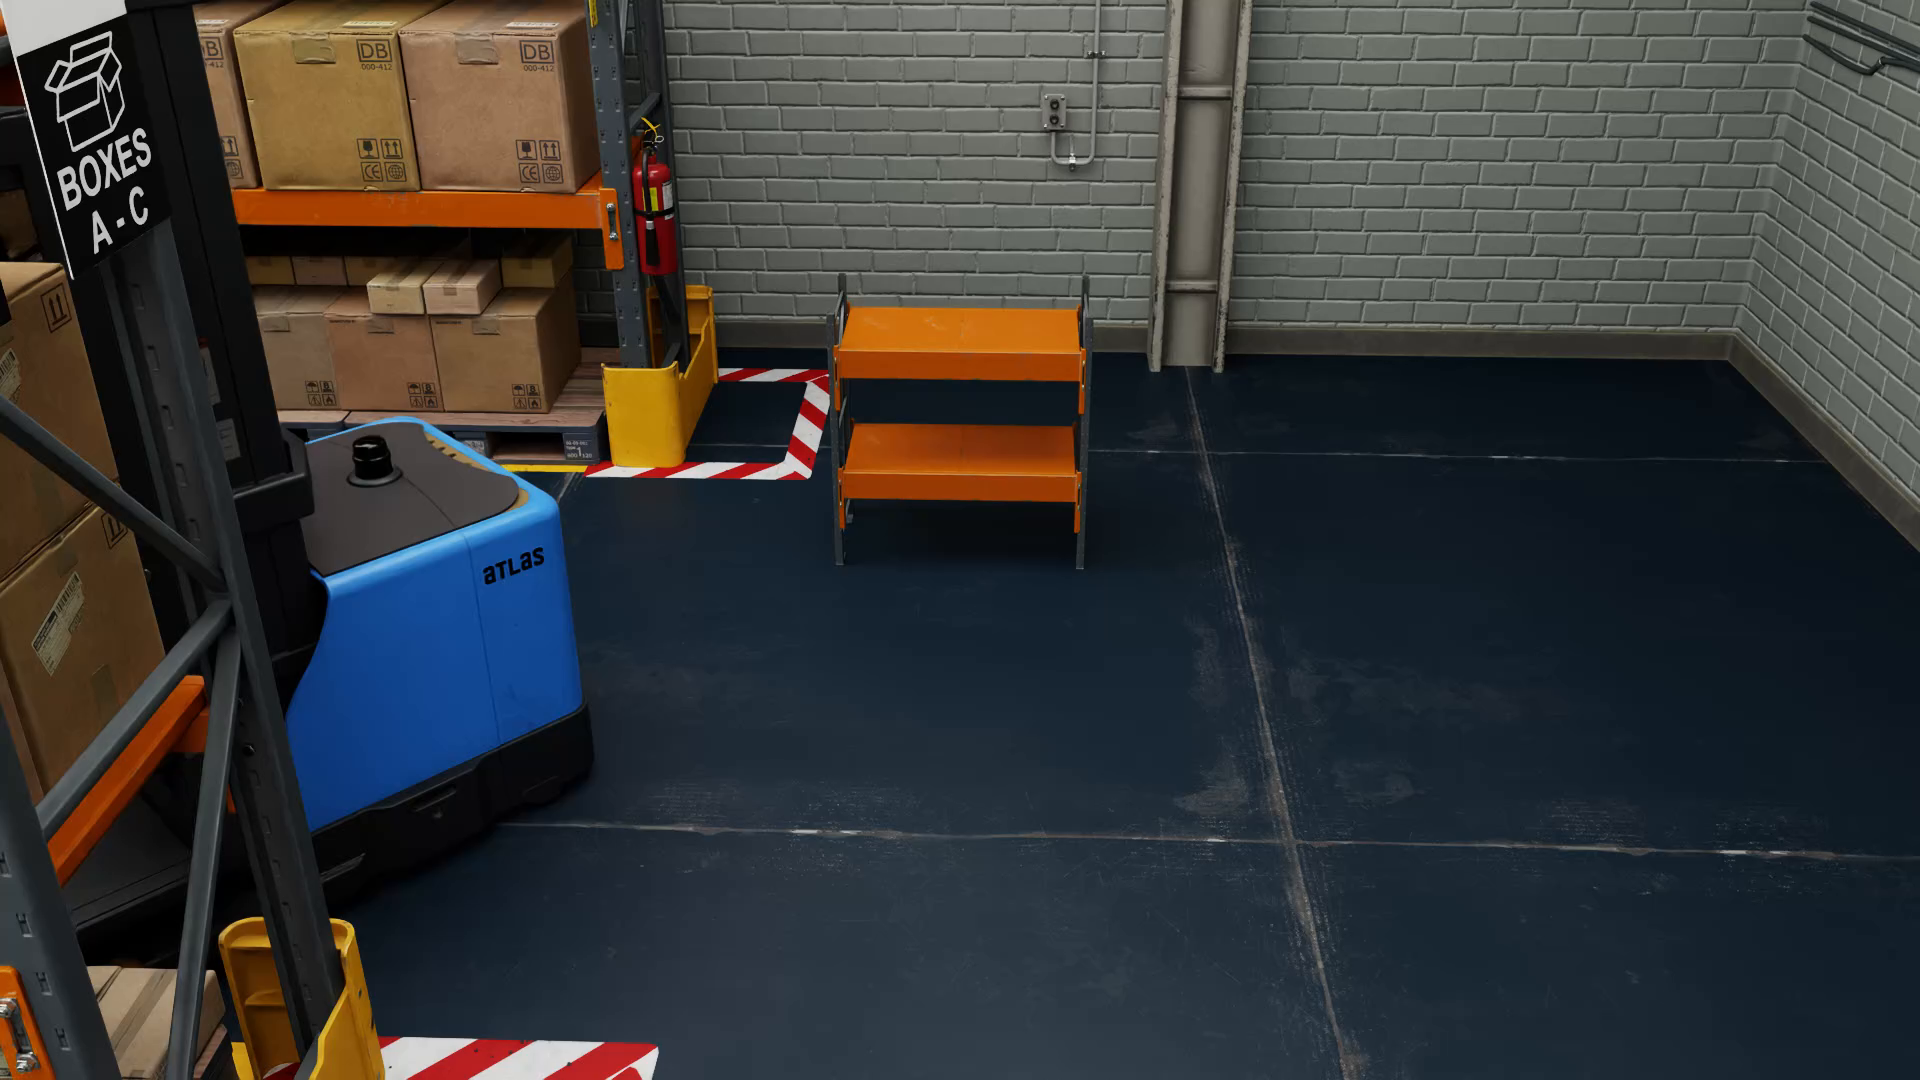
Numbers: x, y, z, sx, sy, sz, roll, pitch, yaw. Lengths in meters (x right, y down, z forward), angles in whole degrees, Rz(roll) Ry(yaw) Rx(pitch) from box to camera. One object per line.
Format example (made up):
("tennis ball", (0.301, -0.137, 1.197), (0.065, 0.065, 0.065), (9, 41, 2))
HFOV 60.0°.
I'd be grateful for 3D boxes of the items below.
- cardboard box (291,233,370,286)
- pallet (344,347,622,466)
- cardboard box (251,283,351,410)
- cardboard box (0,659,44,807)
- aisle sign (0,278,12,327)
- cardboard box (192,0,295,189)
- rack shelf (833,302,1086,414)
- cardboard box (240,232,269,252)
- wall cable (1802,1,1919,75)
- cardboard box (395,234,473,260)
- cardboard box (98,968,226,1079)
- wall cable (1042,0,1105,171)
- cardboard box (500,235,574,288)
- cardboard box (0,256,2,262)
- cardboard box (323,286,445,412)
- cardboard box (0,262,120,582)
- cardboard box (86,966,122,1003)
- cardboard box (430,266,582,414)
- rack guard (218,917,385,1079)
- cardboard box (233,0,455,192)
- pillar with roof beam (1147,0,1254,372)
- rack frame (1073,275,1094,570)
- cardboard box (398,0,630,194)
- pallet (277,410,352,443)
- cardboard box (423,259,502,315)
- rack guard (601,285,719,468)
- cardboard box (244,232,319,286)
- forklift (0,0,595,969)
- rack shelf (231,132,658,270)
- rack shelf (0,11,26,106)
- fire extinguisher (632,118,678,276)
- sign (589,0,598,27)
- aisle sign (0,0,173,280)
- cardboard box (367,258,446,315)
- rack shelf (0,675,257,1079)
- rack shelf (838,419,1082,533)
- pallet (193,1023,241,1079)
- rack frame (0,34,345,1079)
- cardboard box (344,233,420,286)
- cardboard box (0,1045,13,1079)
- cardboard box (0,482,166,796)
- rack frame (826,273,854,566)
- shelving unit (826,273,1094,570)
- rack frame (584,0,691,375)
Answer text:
("cardboard box", (-3.082, -1.384, 8.185), (0.250, 0.149, 0.380), (1, 28, 3))
("pallet", (-2.302, -0.688, 8.322), (1.213, 0.211, 1.003), (1, 28, 2))
("cardboard box", (-3.206, -1.005, 8.165), (0.500, 0.500, 0.700), (0, 28, 0))
("cardboard box", (-2.129, 0.451, 3.089), (0.500, 0.500, 0.500), (2, 28, 3))
("aisle sign", (-1.614, -0.629, 2.458), (0.004, 0.787, 0.394), (1, 28, 2))
("cardboard box", (-3.499, -2.103, 7.695), (0.700, 0.700, 0.980), (0, 28, -1))
("rack shelf", (0.007, -0.755, 6.849), (1.000, 0.278, 0.538), (1, 28, 2))
("cardboard box", (-3.591, -1.392, 8.201), (0.250, 0.149, 0.380), (0, 28, 1))
("wall cable", (4.140, -2.961, 6.544), (0.112, 2.526, 3.097), (1, 28, 2))
("cardboard box", (-2.578, -1.375, 8.170), (0.250, 0.149, 0.380), (1, 28, 2))
("cardboard box", (-2.078, 1.273, 4.220), (0.250, 0.149, 0.380), (1, 28, 2))
("wall cable", (-0.187, -2.814, 8.271), (1.851, 1.984, 0.084), (1, 28, 2))
("cardboard box", (-2.071, -1.367, 8.155), (0.250, 0.149, 0.380), (1, 28, 2))
("cardboard box", (-4.892, -1.412, 8.239), (0.250, 0.149, 0.380), (1, 28, 1))
("cardboard box", (-2.703, -0.997, 8.149), (0.500, 0.500, 0.700), (1, 28, 2))
("cardboard box", (-2.105, -0.241, 3.328), (0.500, 0.500, 0.500), (2, 28, 3))
("cardboard box", (-2.328, 1.261, 4.224), (0.250, 0.166, 0.380), (1, 28, 2))
("cardboard box", (-2.203, -0.989, 8.134), (0.500, 0.500, 0.700), (1, 28, 2))
("rack guard", (-1.747, 1.479, 3.927), (0.348, 0.500, 1.175), (1, 28, 2))
("cardboard box", (-2.738, -2.086, 7.663), (0.700, 0.700, 0.980), (1, 28, 1))
("pillar with roof beam", (1.077, -2.939, 3.187), (0.400, 9.000, 9.100), (1, 28, 2))
("rack frame", (0.515, -0.488, 6.970), (0.032, 1.125, 0.500), (1, 28, 2))
("cardboard box", (-2.010, -2.080, 7.650), (0.700, 0.700, 0.980), (2, 28, 4))
("pallet", (-3.518, -0.709, 8.363), (1.213, 0.211, 1.003), (1, 28, 2))
("cardboard box", (-2.338, -1.193, 7.825), (0.250, 0.149, 0.380), (1, 28, 1))
("rack guard", (-1.476, -0.838, 8.298), (0.348, 0.500, 1.175), (1, 28, 2))
("cardboard box", (-3.338, -1.387, 8.193), (0.250, 0.149, 0.380), (1, 28, 2))
("forklift", (-2.652, -0.155, 4.414), (3.031, 2.935, 1.130), (-25, 37, -38))
("rack shelf", (-3.499, -1.659, 7.944), (4.000, 0.370, 1.077), (1, 28, 2))
("rack shelf", (-3.670, -0.665, 2.867), (4.000, 0.370, 1.077), (1, 28, 2))
("fire extinguisher", (-1.366, -1.526, 7.407), (0.183, 0.674, 0.296), (1, 28, 2))
("sign", (-1.533, -2.306, 6.908), (0.005, 0.325, 0.100), (1, 28, 2))
("aisle sign", (-1.593, -0.909, 2.987), (0.004, 0.787, 0.394), (1, 28, 2))
("cardboard box", (-2.594, -1.197, 7.832), (0.250, 0.149, 0.380), (2, 28, 3))
("rack shelf", (-3.670, 0.660, 3.570), (4.000, 0.370, 1.077), (1, 28, 2))
("rack shelf", (0.007, -0.281, 7.101), (1.000, 0.278, 0.538), (1, 28, 2))
("pallet", (-2.544, 1.594, 4.019), (1.213, 0.211, 1.003), (1, 28, 2))
("rack frame", (-1.671, 0.374, 3.342), (0.053, 2.616, 0.949), (1, 28, 2))
("cardboard box", (-2.828, -1.380, 8.178), (0.250, 0.149, 0.380), (1, 28, 2))
("cardboard box", (-2.223, 1.392, 3.621), (0.500, 0.500, 0.500), (1, 28, 2))
("cardboard box", (-2.105, 0.201, 3.562), (0.500, 0.500, 0.500), (2, 28, 3))
("rack frame", (-0.501, -0.505, 7.002), (0.032, 1.125, 0.500), (1, 28, 2))
("shelving unit", (0.007, -0.497, 6.986), (1.048, 1.125, 0.538), (1, 28, 2))
("rack frame", (-1.500, -1.943, 7.713), (0.127, 3.000, 1.000), (1, 28, 2))
